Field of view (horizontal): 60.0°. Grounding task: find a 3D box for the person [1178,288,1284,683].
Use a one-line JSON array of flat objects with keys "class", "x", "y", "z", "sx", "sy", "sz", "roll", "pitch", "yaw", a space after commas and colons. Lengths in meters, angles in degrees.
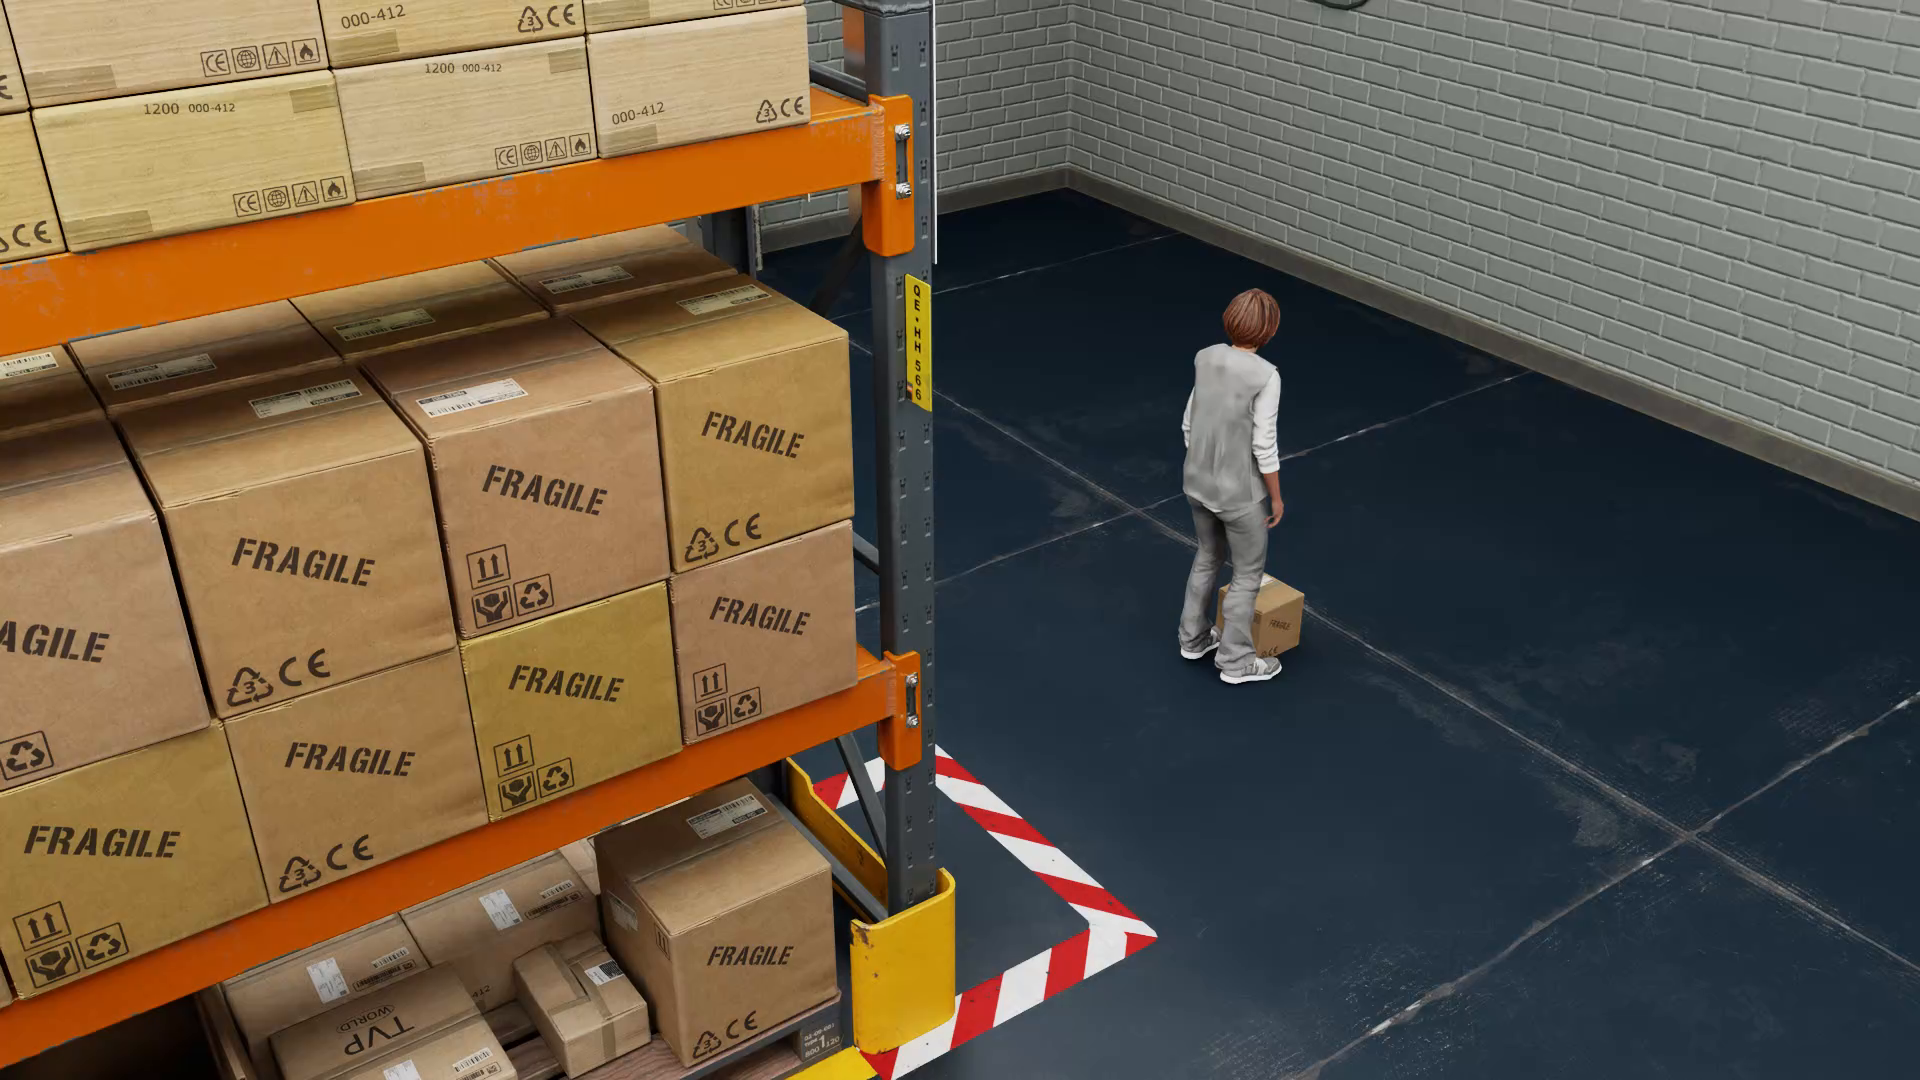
[{"class": "person", "x": 1.058, "y": -0.199, "z": 6.494, "sx": 0.340, "sy": 1.594, "sz": 0.484, "roll": -21, "pitch": 35, "yaw": -33}]
